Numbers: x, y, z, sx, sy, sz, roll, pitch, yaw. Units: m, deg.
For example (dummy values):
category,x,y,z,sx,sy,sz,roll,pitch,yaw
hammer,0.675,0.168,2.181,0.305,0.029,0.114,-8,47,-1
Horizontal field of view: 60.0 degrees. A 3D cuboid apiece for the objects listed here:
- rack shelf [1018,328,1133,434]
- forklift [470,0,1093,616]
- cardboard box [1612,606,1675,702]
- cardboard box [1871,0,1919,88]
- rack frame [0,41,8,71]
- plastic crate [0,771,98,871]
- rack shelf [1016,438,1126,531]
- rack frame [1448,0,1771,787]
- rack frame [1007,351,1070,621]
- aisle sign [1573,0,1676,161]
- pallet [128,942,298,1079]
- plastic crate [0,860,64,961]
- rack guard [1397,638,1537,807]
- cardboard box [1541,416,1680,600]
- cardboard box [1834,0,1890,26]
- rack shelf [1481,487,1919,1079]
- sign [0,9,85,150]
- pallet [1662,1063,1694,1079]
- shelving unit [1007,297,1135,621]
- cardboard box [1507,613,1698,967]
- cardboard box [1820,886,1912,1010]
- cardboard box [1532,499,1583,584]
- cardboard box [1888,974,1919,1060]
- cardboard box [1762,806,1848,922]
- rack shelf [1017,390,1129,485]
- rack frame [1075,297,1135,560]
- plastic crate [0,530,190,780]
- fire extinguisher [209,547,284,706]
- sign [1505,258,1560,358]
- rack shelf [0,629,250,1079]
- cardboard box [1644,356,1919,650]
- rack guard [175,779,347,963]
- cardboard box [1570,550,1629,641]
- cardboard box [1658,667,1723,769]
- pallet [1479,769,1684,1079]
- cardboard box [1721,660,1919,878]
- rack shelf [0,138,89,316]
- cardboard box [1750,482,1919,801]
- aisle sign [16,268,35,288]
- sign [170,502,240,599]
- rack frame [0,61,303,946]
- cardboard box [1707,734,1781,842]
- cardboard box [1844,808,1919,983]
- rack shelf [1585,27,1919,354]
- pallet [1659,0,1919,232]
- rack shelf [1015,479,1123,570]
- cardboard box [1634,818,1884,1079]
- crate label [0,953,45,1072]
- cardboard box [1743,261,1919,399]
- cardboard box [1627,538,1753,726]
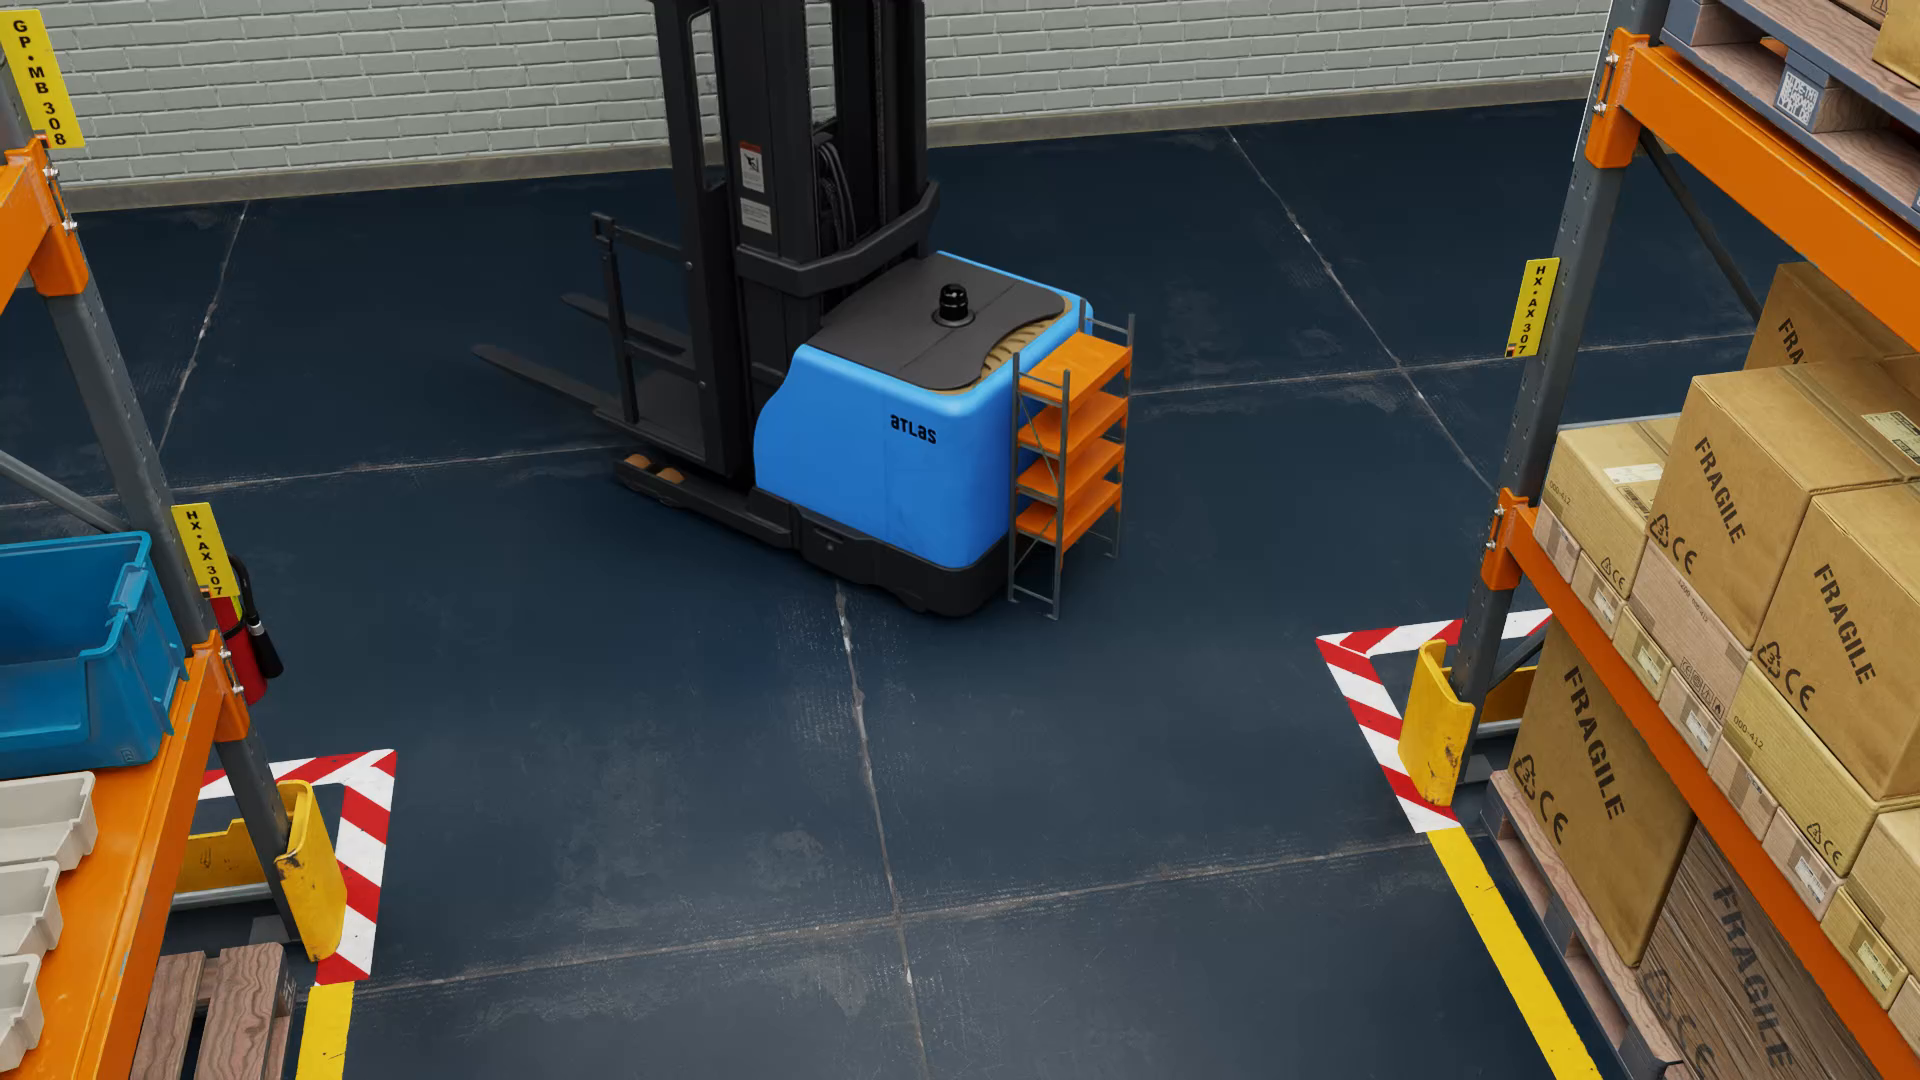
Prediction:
category,x,y,z,sx,sy,sz,roll,pitch,yaw
rack shelf,0.437,-0.620,6.430,0.258,0.148,0.480,22,43,26
forklift,-0.947,-1.555,6.862,3.031,2.935,1.130,23,43,26
cardboard box,2.067,0.292,4.634,0.380,0.149,0.250,-7,38,-9
cardboard box,2.362,-1.135,3.316,0.700,0.500,0.500,-8,38,-10
rack frame,-2.638,-2.203,2.751,1.000,3.000,0.127,-6,38,-8
plastic crate,-2.317,0.719,4.045,0.396,0.136,0.243,-6,38,-8
rack shelf,0.437,-0.257,6.712,0.258,0.148,0.480,22,43,26
rack frame,2.238,-0.367,5.277,1.000,3.000,0.127,-6,38,-8
rack frame,0.301,-0.185,6.511,0.240,1.200,0.015,22,43,26
aisle sign,1.930,-1.405,4.494,0.394,0.787,0.004,-6,38,-8
pallet,-2.532,1.769,4.801,1.003,0.211,1.213,-6,38,-8
plastic crate,-2.280,0.896,3.818,0.396,0.136,0.243,-6,38,-8
rack guard,2.234,0.606,6.063,1.175,0.500,0.348,-6,38,-8
cardboard box,2.056,-0.106,4.822,0.500,0.250,0.500,-7,38,-9
cardboard box,2.382,-1.488,3.770,0.700,0.500,0.500,-8,39,-11
rack shelf,2.589,1.125,3.943,1.077,0.370,4.000,-6,38,-8
sign,-2.100,-1.046,3.792,0.100,0.325,0.005,-6,38,-8
pallet,2.666,1.944,4.576,1.003,0.211,1.213,-6,38,-8
shelving unit,0.437,-0.310,6.671,0.258,1.200,0.503,22,43,26
cardboard box,2.429,0.684,5.314,0.875,0.875,0.875,-6,38,-8
cardboard box,2.246,0.911,3.837,0.380,0.149,0.250,-7,38,-9
cardboard box,1.975,-0.018,5.033,0.380,0.149,0.250,-6,38,-7
cardboard box,2.294,1.069,3.633,0.380,0.149,0.250,-6,38,-7
cardboard box,2.203,0.759,4.033,0.380,0.149,0.250,-7,38,-8
rack shelf,0.437,-0.433,6.575,0.258,0.148,0.480,22,43,26
rack frame,0.573,-0.434,6.831,0.240,1.200,0.015,22,43,26
plastic crate,-2.396,0.310,4.328,0.616,0.435,0.499,-6,38,-8
fire extinguisher,-2.217,0.204,4.910,0.296,0.674,0.183,-6,38,-8
sign,1.691,-0.684,4.915,0.100,0.325,0.005,-6,38,-8
rack shelf,-2.288,1.658,3.257,1.077,0.370,4.000,-6,38,-8
cardboard box,2.144,-0.100,4.203,0.500,0.500,0.500,-7,38,-9
rack guard,-2.655,1.140,5.375,1.175,0.500,0.348,-6,38,-8
cardboard box,2.022,0.137,4.833,0.380,0.149,0.250,-7,38,-9
cardboard box,2.114,0.449,4.432,0.380,0.149,0.250,-7,38,-9
pallet,2.455,1.209,5.522,1.003,0.211,1.213,-6,38,-8
cardboard box,2.239,0.511,4.027,0.500,0.250,0.500,-7,38,-9
rack shelf,-2.288,0.473,2.337,1.077,0.370,4.000,-6,38,-8
cardboard box,2.241,0.212,3.801,0.500,0.500,0.500,-7,38,-9
aisle sign,-2.362,-0.936,3.891,0.394,0.787,0.004,-6,38,-8
sign,-2.100,0.032,4.630,0.100,0.325,0.005,-6,38,-8
rack frame,-2.638,0.166,4.592,1.000,3.000,0.127,-6,38,-8
cardboard box,2.157,0.603,4.234,0.380,0.149,0.250,-7,38,-9
cardboard box,2.335,0.826,3.622,0.500,0.250,0.500,-7,38,-9
rack shelf,2.589,-0.059,3.023,1.077,0.370,4.000,-6,38,-8
pallet,2.378,-1.070,3.809,1.003,0.211,1.213,-6,38,-8
rack shelf,0.437,-0.100,6.834,0.258,0.148,0.480,22,43,26
cardboard box,2.589,1.234,4.606,0.875,0.875,0.875,-6,38,-8
crate label,-2.208,1.061,3.605,0.396,0.136,0.243,-6,38,-8
cardboard box,2.582,-0.455,4.660,0.500,0.500,0.500,-6,38,-7
cardboard box,2.154,0.207,4.418,0.500,0.250,0.500,-7,38,-9
